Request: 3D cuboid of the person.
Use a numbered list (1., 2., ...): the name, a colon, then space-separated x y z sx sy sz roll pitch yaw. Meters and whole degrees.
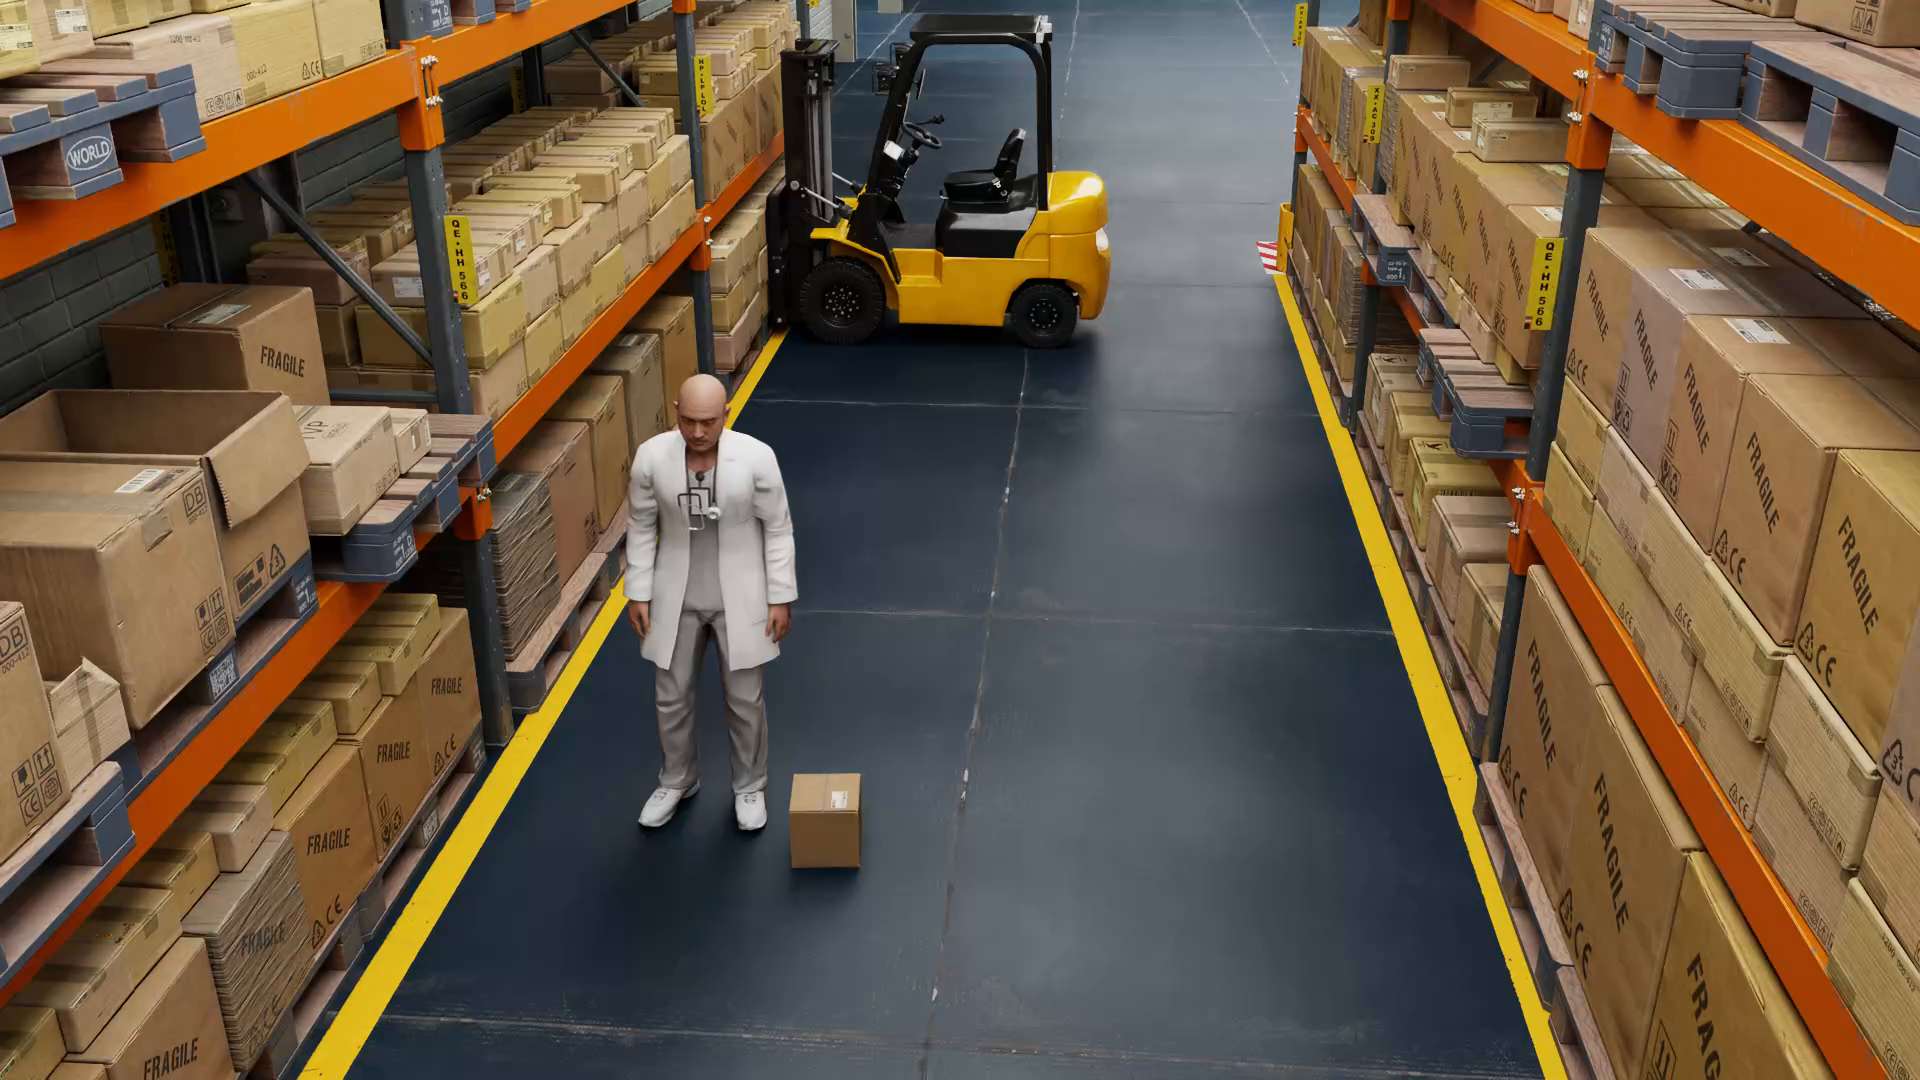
1. person: -0.923 0.226 6.121 0.635 1.772 0.428 1 24 2
